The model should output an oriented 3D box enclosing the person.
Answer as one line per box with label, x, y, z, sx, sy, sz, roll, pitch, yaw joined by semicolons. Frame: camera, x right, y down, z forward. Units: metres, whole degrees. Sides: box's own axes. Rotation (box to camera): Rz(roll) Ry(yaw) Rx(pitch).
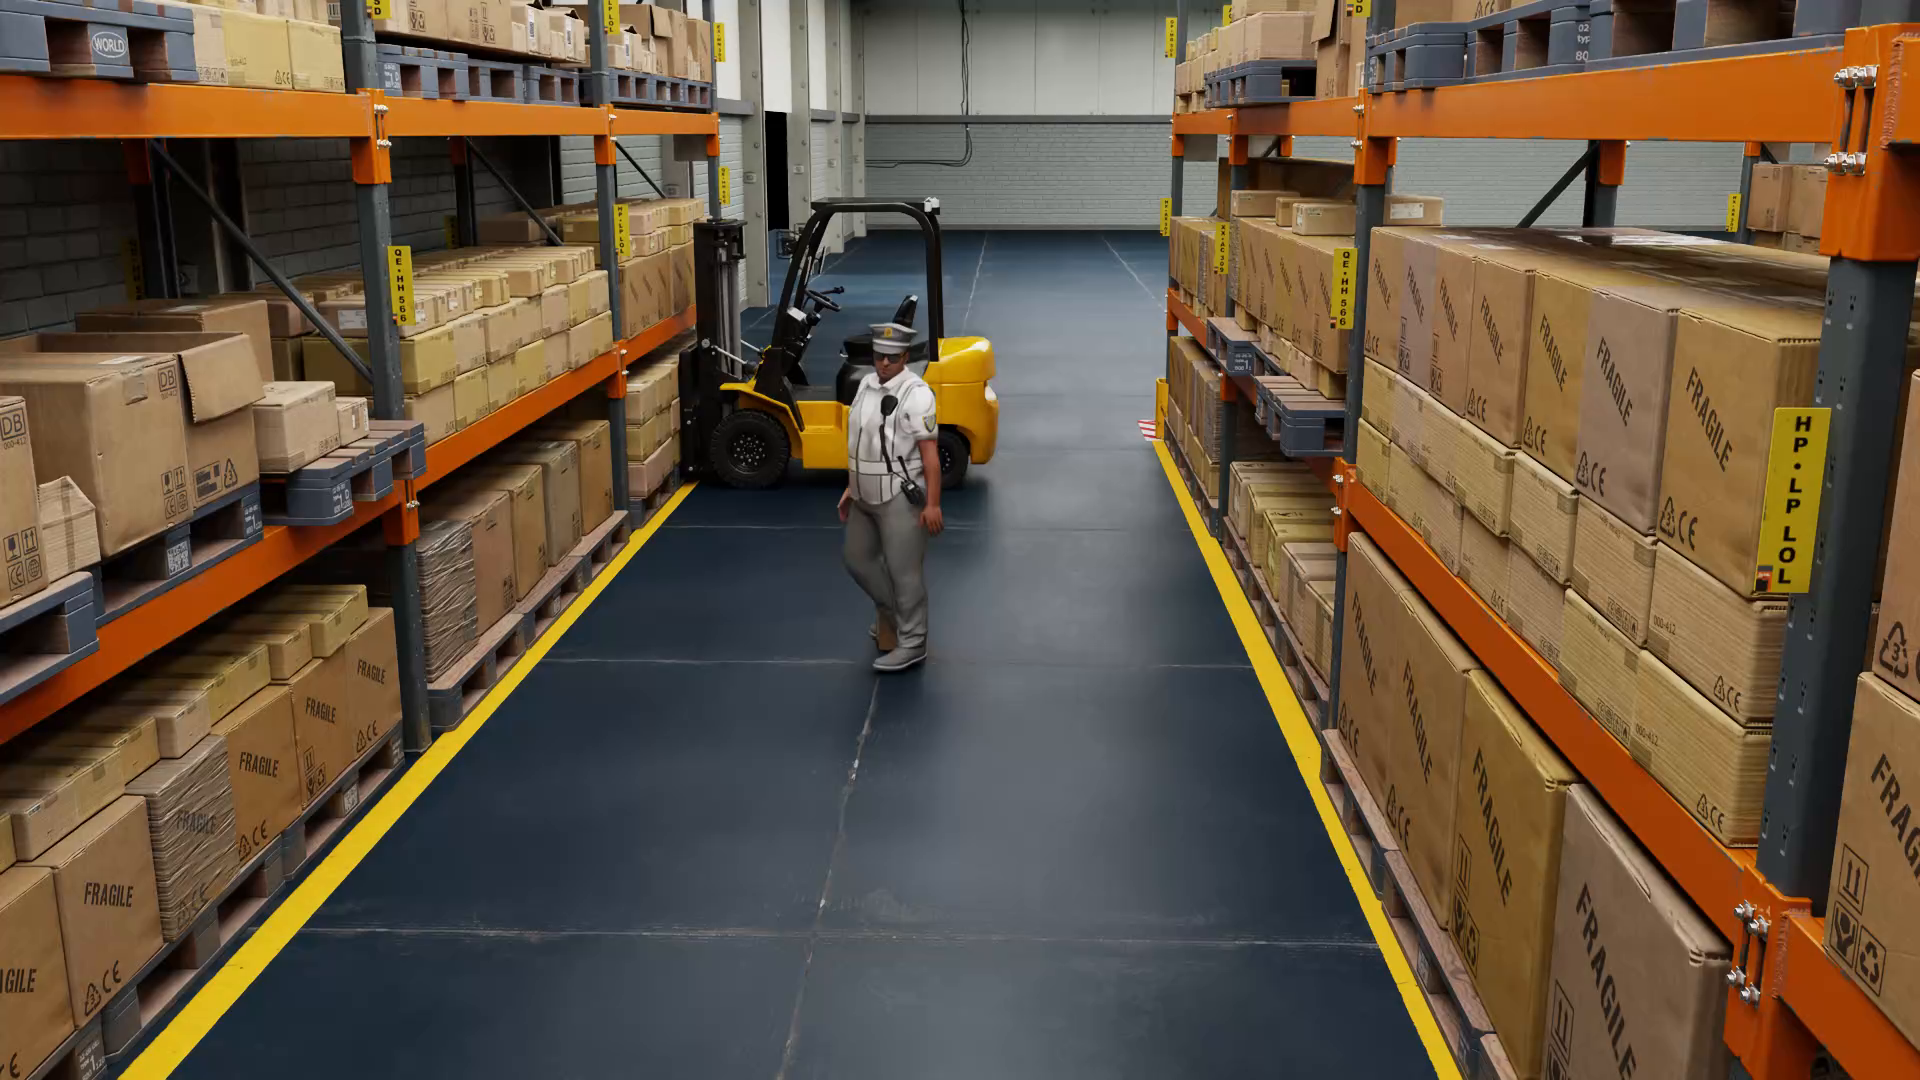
person;-0.356;-0.232;8.358;0.503;1.739;0.706;-11;17;-37
